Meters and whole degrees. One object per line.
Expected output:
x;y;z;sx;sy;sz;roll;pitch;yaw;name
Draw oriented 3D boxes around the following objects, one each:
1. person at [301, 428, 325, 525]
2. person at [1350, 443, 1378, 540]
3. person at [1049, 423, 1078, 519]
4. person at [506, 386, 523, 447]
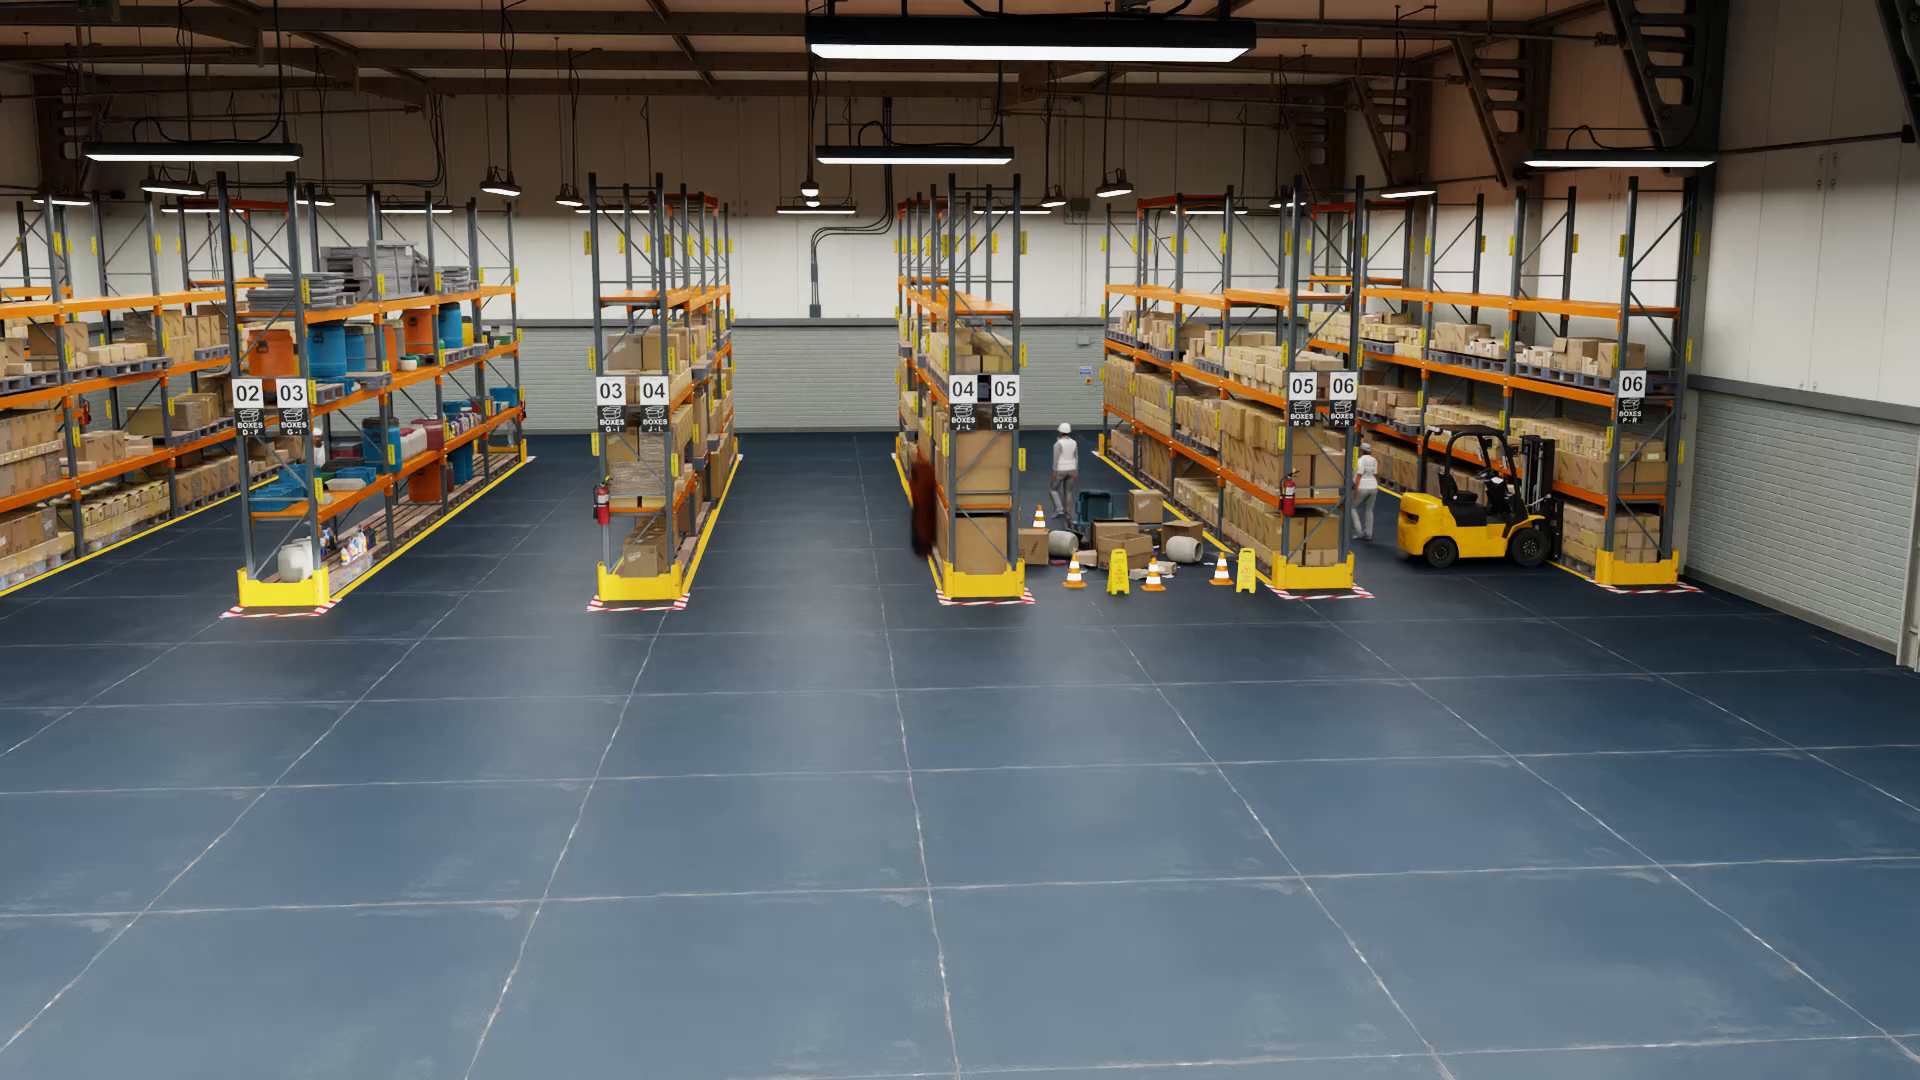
-11.701;-1.180;30.237;0.694;1.719;1.039;-1;10;-4;person
6.970;-0.835;28.721;0.520;1.689;0.435;-5;11;-27;person
1.934;-1.271;30.862;0.567;1.800;0.389;-6;12;-30;person
-11.092;-3.032;41.175;0.419;1.590;0.428;8;13;39;person
